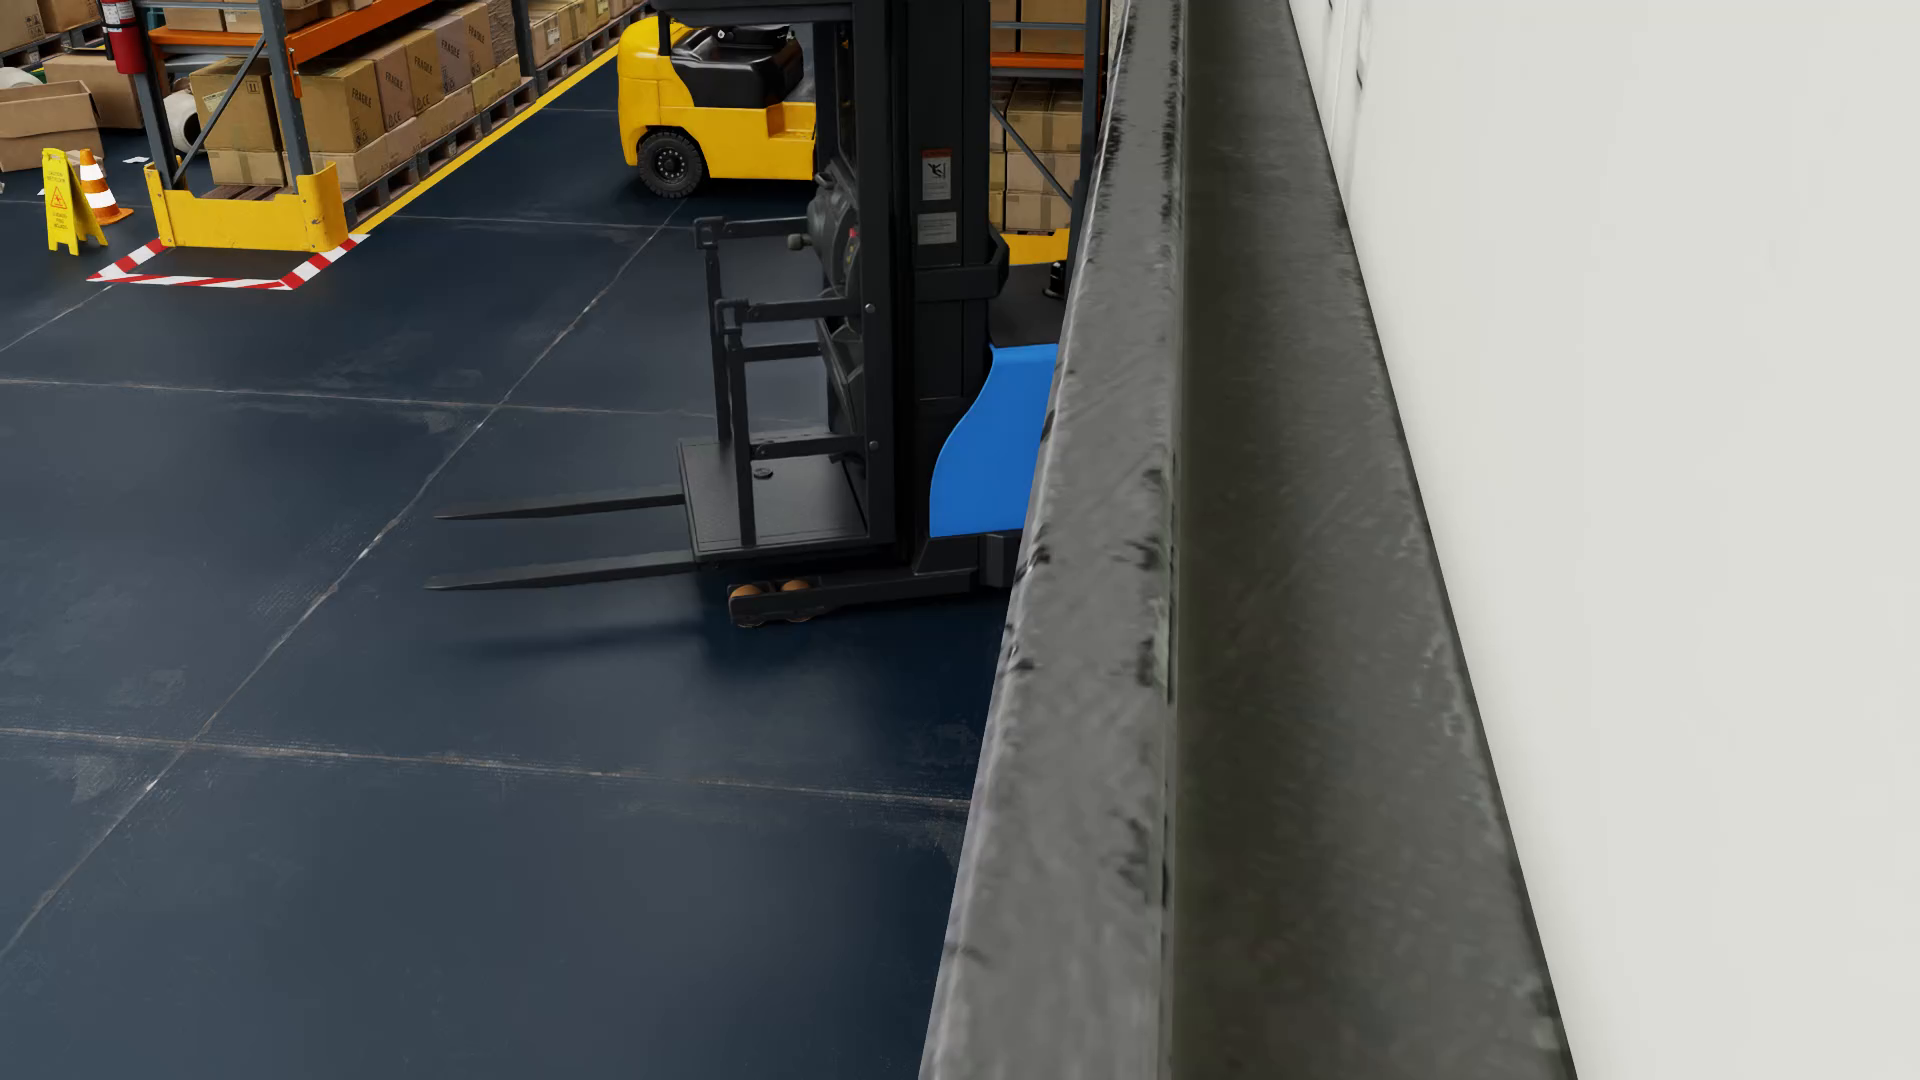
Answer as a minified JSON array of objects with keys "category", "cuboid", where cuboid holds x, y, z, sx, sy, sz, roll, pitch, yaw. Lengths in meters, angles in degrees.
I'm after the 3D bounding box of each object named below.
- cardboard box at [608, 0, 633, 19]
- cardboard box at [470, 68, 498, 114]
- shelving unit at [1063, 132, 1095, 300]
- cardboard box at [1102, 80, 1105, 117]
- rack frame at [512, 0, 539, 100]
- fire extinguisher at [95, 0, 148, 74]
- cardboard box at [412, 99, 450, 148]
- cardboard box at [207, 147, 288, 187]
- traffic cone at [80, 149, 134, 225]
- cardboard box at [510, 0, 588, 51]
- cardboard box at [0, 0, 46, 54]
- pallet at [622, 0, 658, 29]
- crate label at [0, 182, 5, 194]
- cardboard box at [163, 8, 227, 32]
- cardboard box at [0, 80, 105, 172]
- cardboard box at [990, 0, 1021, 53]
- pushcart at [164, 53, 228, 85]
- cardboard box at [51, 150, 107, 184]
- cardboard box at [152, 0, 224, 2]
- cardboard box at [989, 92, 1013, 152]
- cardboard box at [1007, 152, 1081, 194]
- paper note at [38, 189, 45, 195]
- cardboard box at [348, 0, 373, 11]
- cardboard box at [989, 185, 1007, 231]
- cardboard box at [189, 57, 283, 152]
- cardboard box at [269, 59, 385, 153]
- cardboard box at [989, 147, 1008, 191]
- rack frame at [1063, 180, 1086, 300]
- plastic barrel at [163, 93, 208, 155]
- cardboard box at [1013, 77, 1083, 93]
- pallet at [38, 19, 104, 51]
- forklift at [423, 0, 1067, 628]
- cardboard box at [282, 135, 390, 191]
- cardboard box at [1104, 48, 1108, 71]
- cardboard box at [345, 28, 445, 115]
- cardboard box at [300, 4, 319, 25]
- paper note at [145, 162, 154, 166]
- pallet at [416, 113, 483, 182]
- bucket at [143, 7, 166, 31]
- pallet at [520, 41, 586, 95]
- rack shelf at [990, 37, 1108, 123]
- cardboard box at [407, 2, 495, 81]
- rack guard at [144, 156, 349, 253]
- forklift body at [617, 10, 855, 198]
[{"category":"cardboard box","cuboid":[-3.800,-5.422,16.480,0.950,0.372,0.625,3,28,5]},{"category":"cardboard box","cuboid":[-3.990,-3.554,13.141,0.500,0.250,0.500,3,28,5]},{"category":"shelving unit","cuboid":[0.702,-0.917,7.296,0.587,1.500,1.083,6,25,4]},{"category":"cardboard box","cuboid":[0.755,-3.075,11.724,0.500,0.250,0.500,3,28,6]},{"category":"rack frame","cuboid":[-4.129,-5.125,13.600,1.000,3.000,0.127,3,28,6]},{"category":"fire extinguisher","cuboid":[-5.090,-3.181,10.073,0.296,0.674,0.183,3,28,6]},{"category":"cardboard box","cuboid":[-4.121,-3.077,12.256,0.500,0.250,0.500,5,29,10]},{"category":"cardboard box","cuboid":[-4.784,-2.624,11.414,0.500,0.250,0.500,3,28,6]},{"category":"traffic cone","cuboid":[-5.846,-2.402,11.222,0.336,0.463,0.334,3,28,6]},{"category":"cardboard box","cuboid":[-3.982,-4.738,15.211,0.950,0.372,0.625,5,29,9]},{"category":"cardboard box","cuboid":[-9.067,-4.857,15.032,1.050,0.750,0.750,3,28,6]},{"category":"pallet","cuboid":[-3.736,-5.412,17.074,1.003,0.211,1.213,3,28,6]},{"category":"crate label","cuboid":[-6.955,-2.537,11.815,0.250,0.136,0.298,-11,30,-20]},{"category":"cardboard box","cuboid":[-4.785,-3.320,10.514,0.380,0.149,0.250,4,29,8]},{"category":"cardboard box","cuboid":[-6.916,-3.117,12.505,0.797,0.503,0.637,-17,33,-29]},{"category":"cardboard box","cuboid":[0.108,-3.246,10.007,0.500,0.500,0.500,3,28,5]},{"category":"pushcart","cuboid":[-6.398,-4.079,14.424,1.648,0.377,0.936,-6,29,-11]},{"category":"cardboard box","cuboid":[-6.463,-2.721,12.144,0.380,0.149,0.250,20,34,32]},{"category":"cardboard box","cuboid":[-4.826,-3.688,10.515,0.500,0.500,0.500,3,28,5]},{"category":"cardboard box","cuboid":[0.055,-2.605,10.324,0.500,0.250,0.500,4,29,8]},{"category":"cardboard box","cuboid":[0.572,-2.359,10.395,0.500,0.250,0.500,4,29,7]},{"category":"paper note","cuboid":[-6.478,-2.495,11.850,0.148,0.019,0.142,-6,29,-11]},{"category":"cardboard box","cuboid":[-4.165,-3.636,11.101,0.380,0.149,0.250,4,29,7]},{"category":"cardboard box","cuboid":[0.052,-2.169,10.570,0.500,0.250,0.500,4,29,7]},{"category":"cardboard box","cuboid":[-4.779,-2.939,11.208,0.500,0.500,0.500,4,29,7]},{"category":"cardboard box","cuboid":[-4.243,-2.921,11.175,0.500,0.500,0.500,2,28,4]},{"category":"cardboard box","cuboid":[0.057,-2.397,10.466,0.500,0.250,0.500,3,28,6]},{"category":"rack frame","cuboid":[0.649,-0.706,6.826,0.500,1.500,0.032,6,25,4]},{"category":"plastic barrel","cuboid":[-5.868,-3.168,12.684,0.421,0.421,0.512,-24,36,-37]},{"category":"cardboard box","cuboid":[0.612,-2.820,10.725,0.500,0.250,0.500,3,28,6]},{"category":"pallet","cuboid":[-8.887,-5.081,16.458,1.003,0.211,1.213,3,28,6]},{"category":"forklift","cuboid":[-0.669,-1.216,6.416,3.031,2.935,1.130,-6,29,-11]},{"category":"cardboard box","cuboid":[-4.245,-2.580,11.333,0.500,0.250,0.500,3,28,6]},{"category":"cardboard box","cuboid":[0.807,-3.533,12.047,0.500,0.250,0.500,4,29,7]},{"category":"cardboard box","cuboid":[-4.114,-3.403,12.070,0.500,0.500,0.500,4,29,7]},{"category":"cardboard box","cuboid":[-4.355,-3.399,10.661,0.380,0.149,0.250,4,29,7]},{"category":"paper note","cuboid":[-6.078,-2.824,12.481,0.032,0.001,0.123,3,28,6]},{"category":"pallet","cuboid":[-4.323,-3.003,12.602,1.003,0.211,1.213,3,28,6]},{"category":"bucket","cuboid":[-6.782,-4.395,14.094,0.726,0.611,0.620,14,21,24]},{"category":"pallet","cuboid":[-4.035,-4.264,14.942,1.003,0.211,1.213,3,28,6]},{"category":"rack shelf","cuboid":[0.553,-3.580,11.491,1.077,0.370,4.000,3,28,6]},{"category":"cardboard box","cuboid":[-3.995,-3.896,12.984,0.500,0.500,0.500,4,29,7]},{"category":"rack guard","cuboid":[-4.609,-2.177,10.764,1.175,0.500,0.348,3,28,6]},{"category":"forklift body","cuboid":[-1.270,-3.580,11.628,2.313,2.155,1.214,3,28,6]}]
